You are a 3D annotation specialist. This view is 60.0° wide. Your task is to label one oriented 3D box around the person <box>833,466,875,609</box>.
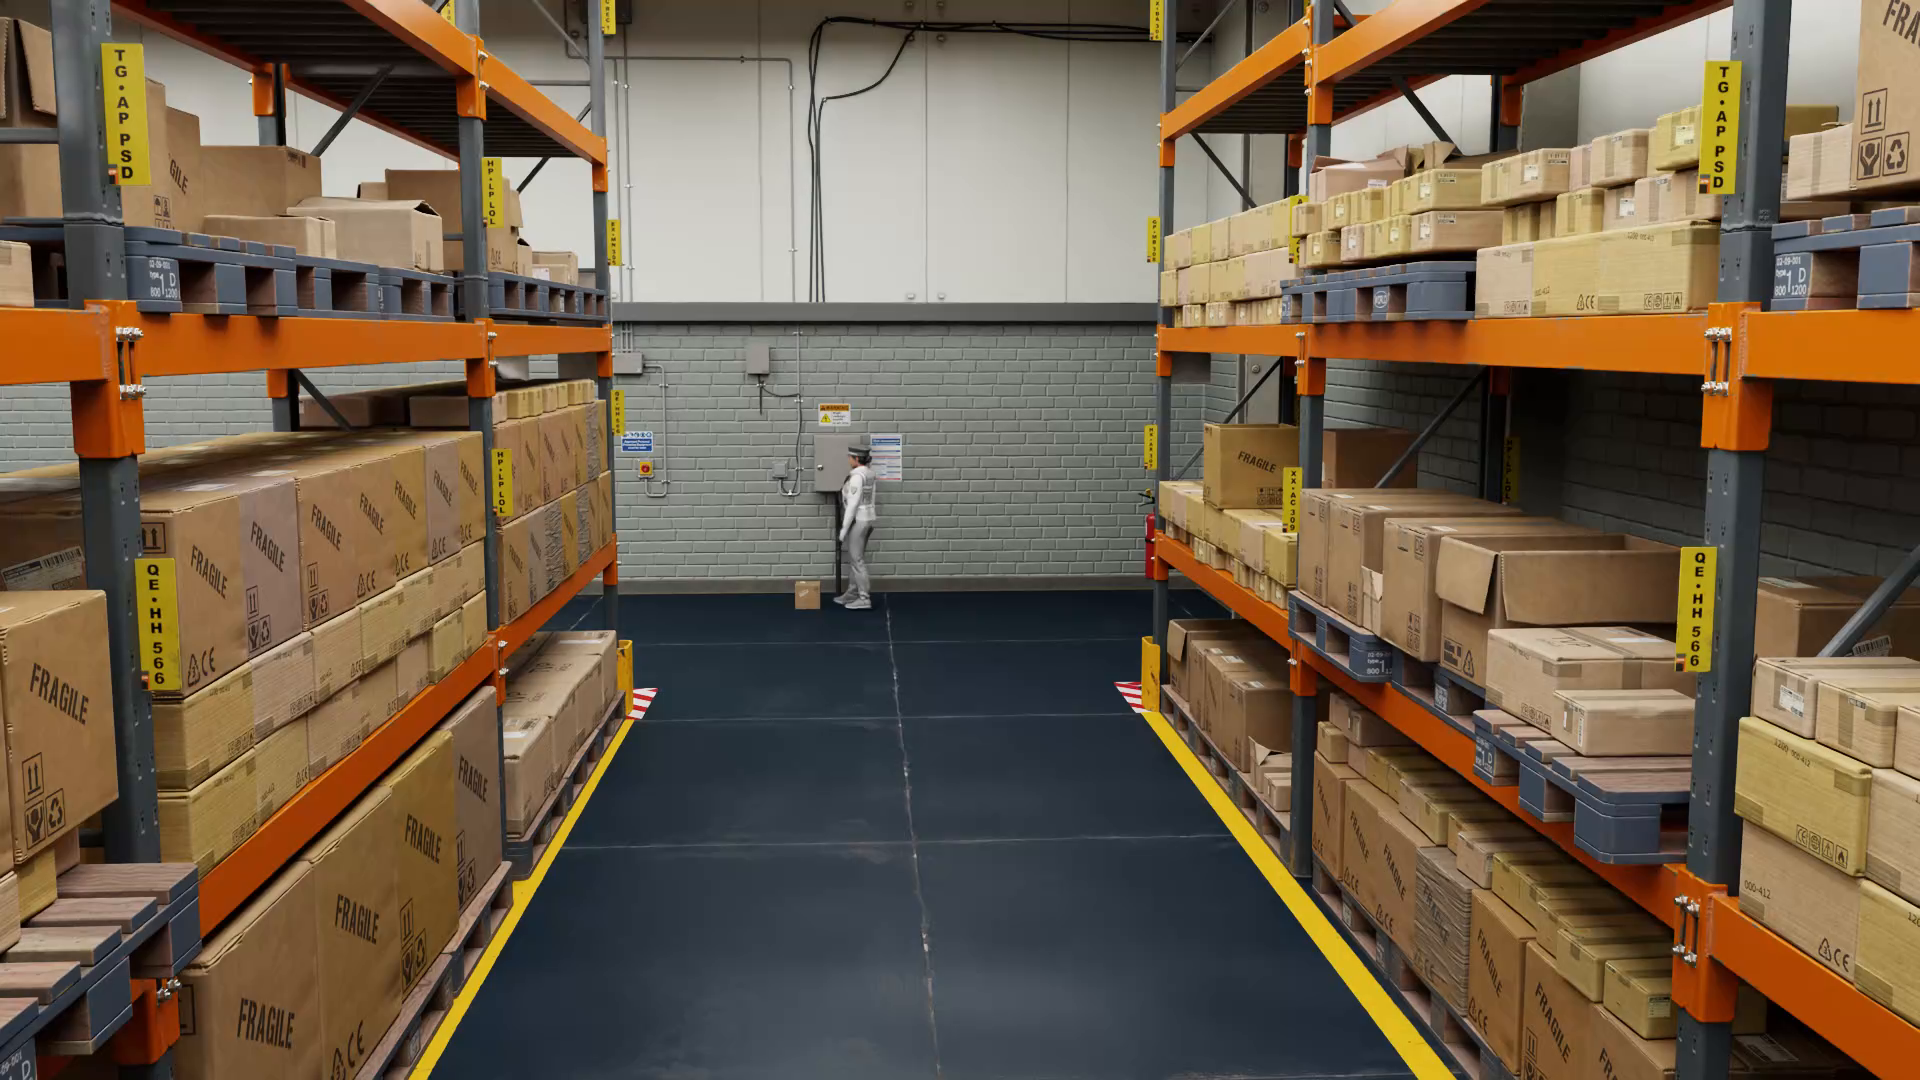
[{"bbox_3d":[-1.120,-0.035,16.847,0.538,1.445,0.530,2,7,18],"label":"person"}]
